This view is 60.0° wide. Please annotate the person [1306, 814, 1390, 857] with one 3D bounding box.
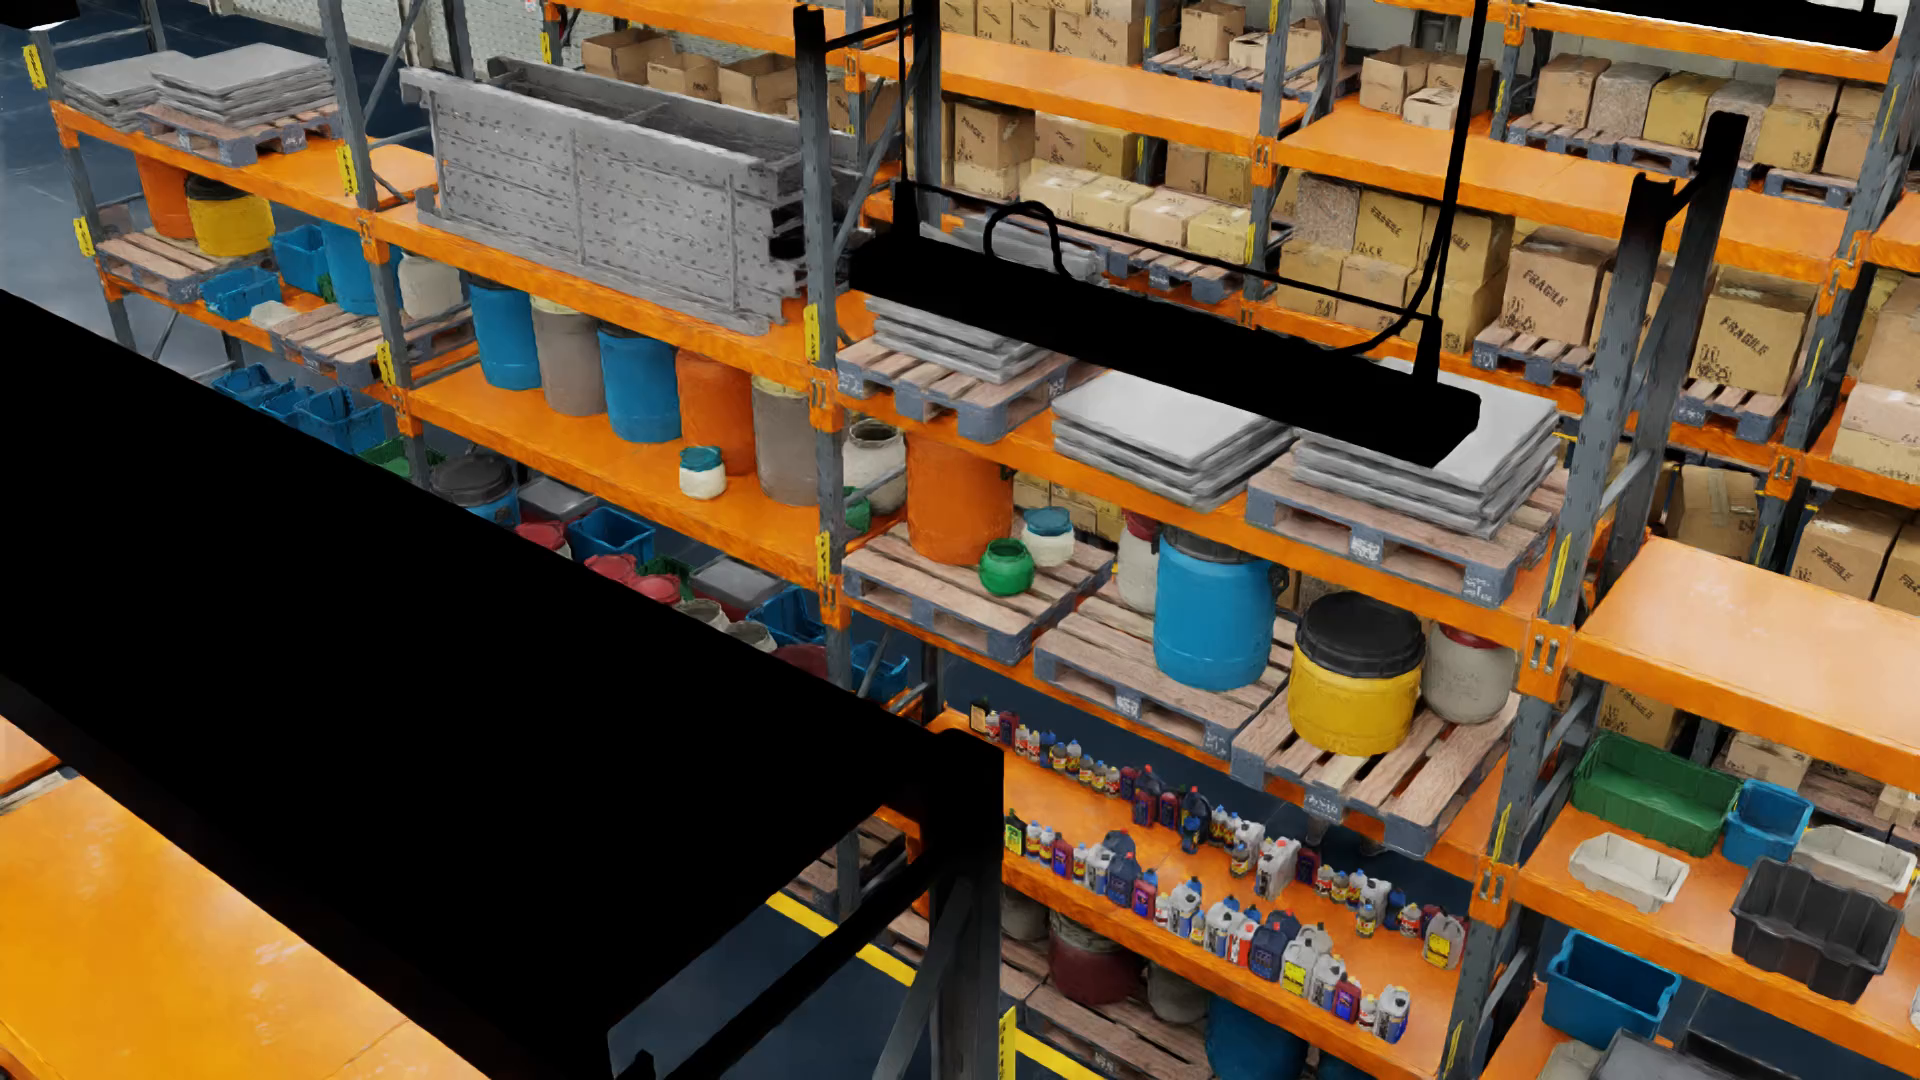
[{"bbox_3d":[2.775,1.412,11.294,0.597,1.715,0.660,-16,35,-24],"label":"person"}]
